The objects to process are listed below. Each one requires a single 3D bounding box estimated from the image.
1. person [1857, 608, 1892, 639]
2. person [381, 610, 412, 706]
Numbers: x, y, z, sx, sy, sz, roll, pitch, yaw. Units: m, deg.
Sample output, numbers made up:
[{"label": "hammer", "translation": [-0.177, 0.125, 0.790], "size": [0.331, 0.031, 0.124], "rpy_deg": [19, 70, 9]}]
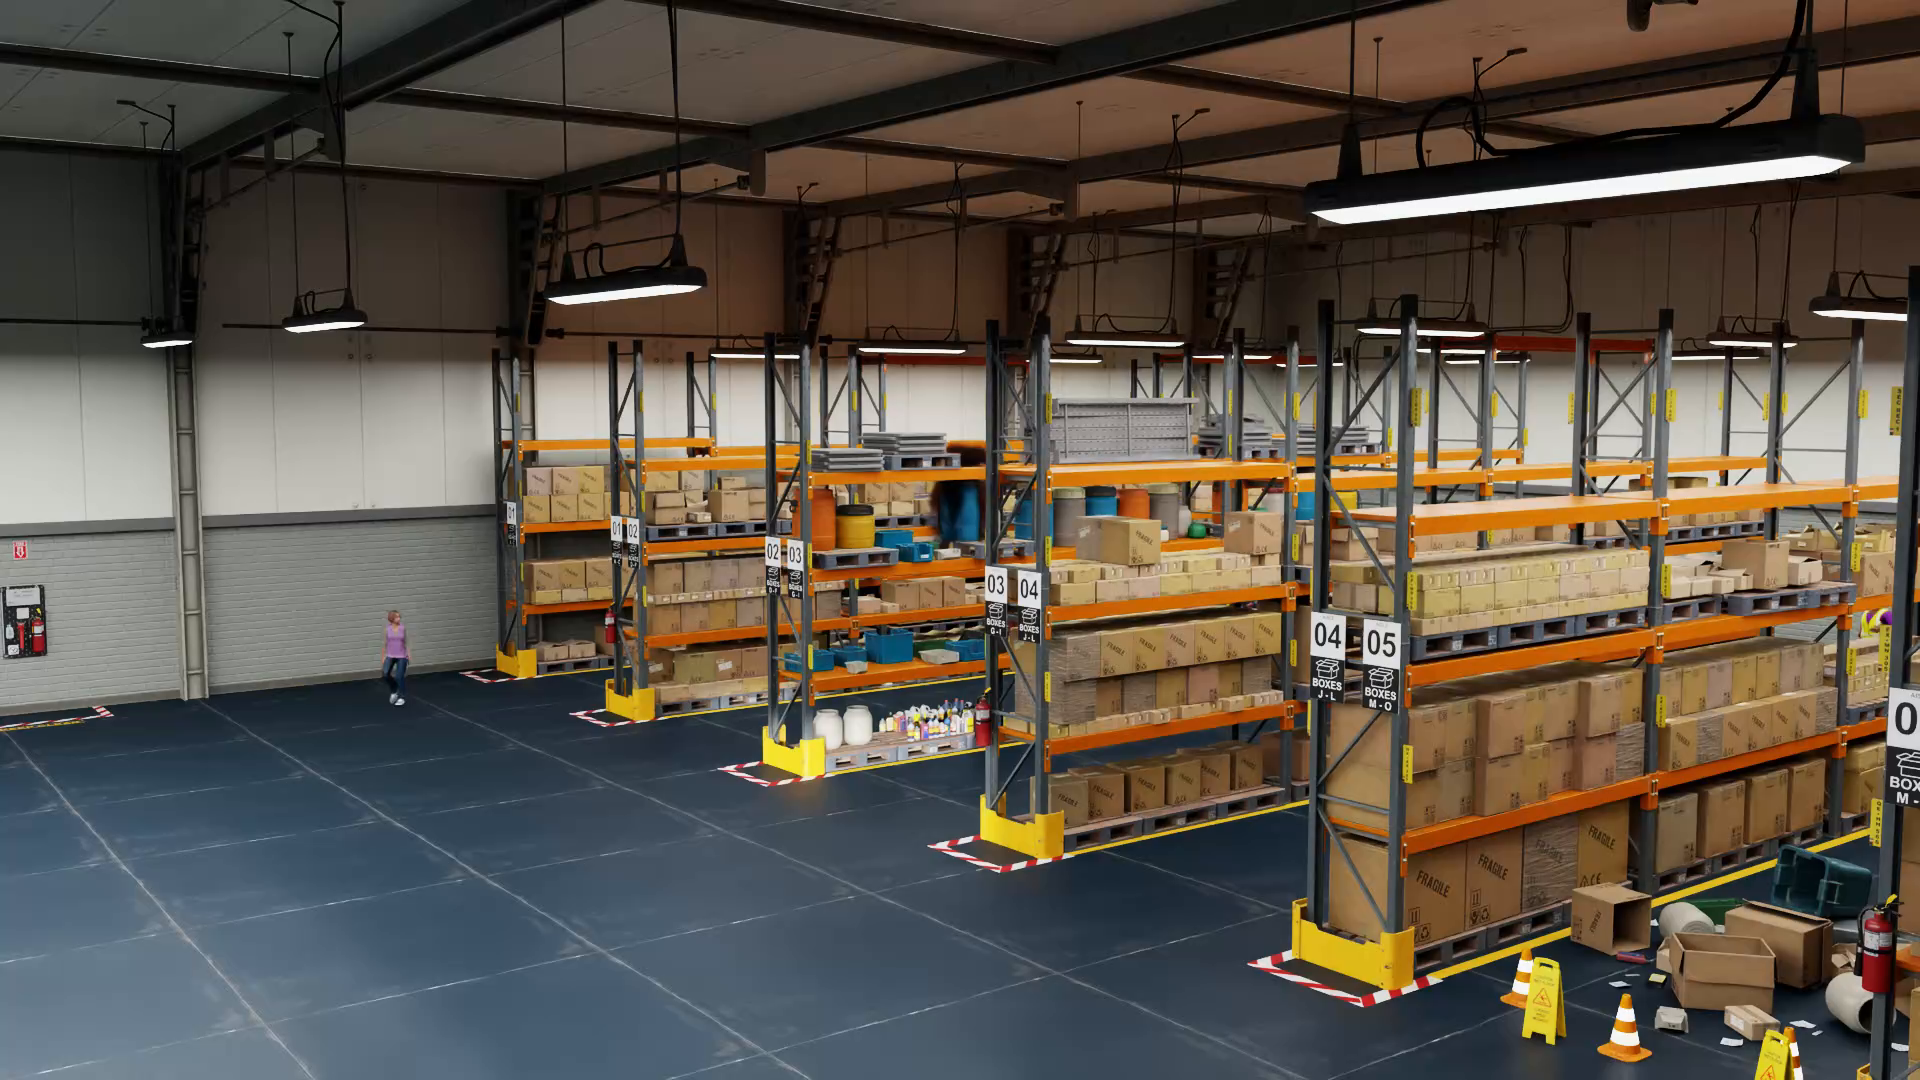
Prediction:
[{"label": "person", "translation": [15.606, 1.764, 28.397], "size": [1.016, 1.735, 0.682], "rpy_deg": [-4, 6, -39]}, {"label": "person", "translation": [-9.304, 1.949, 27.457], "size": [0.497, 1.592, 0.436], "rpy_deg": [0, 5, 0]}]
